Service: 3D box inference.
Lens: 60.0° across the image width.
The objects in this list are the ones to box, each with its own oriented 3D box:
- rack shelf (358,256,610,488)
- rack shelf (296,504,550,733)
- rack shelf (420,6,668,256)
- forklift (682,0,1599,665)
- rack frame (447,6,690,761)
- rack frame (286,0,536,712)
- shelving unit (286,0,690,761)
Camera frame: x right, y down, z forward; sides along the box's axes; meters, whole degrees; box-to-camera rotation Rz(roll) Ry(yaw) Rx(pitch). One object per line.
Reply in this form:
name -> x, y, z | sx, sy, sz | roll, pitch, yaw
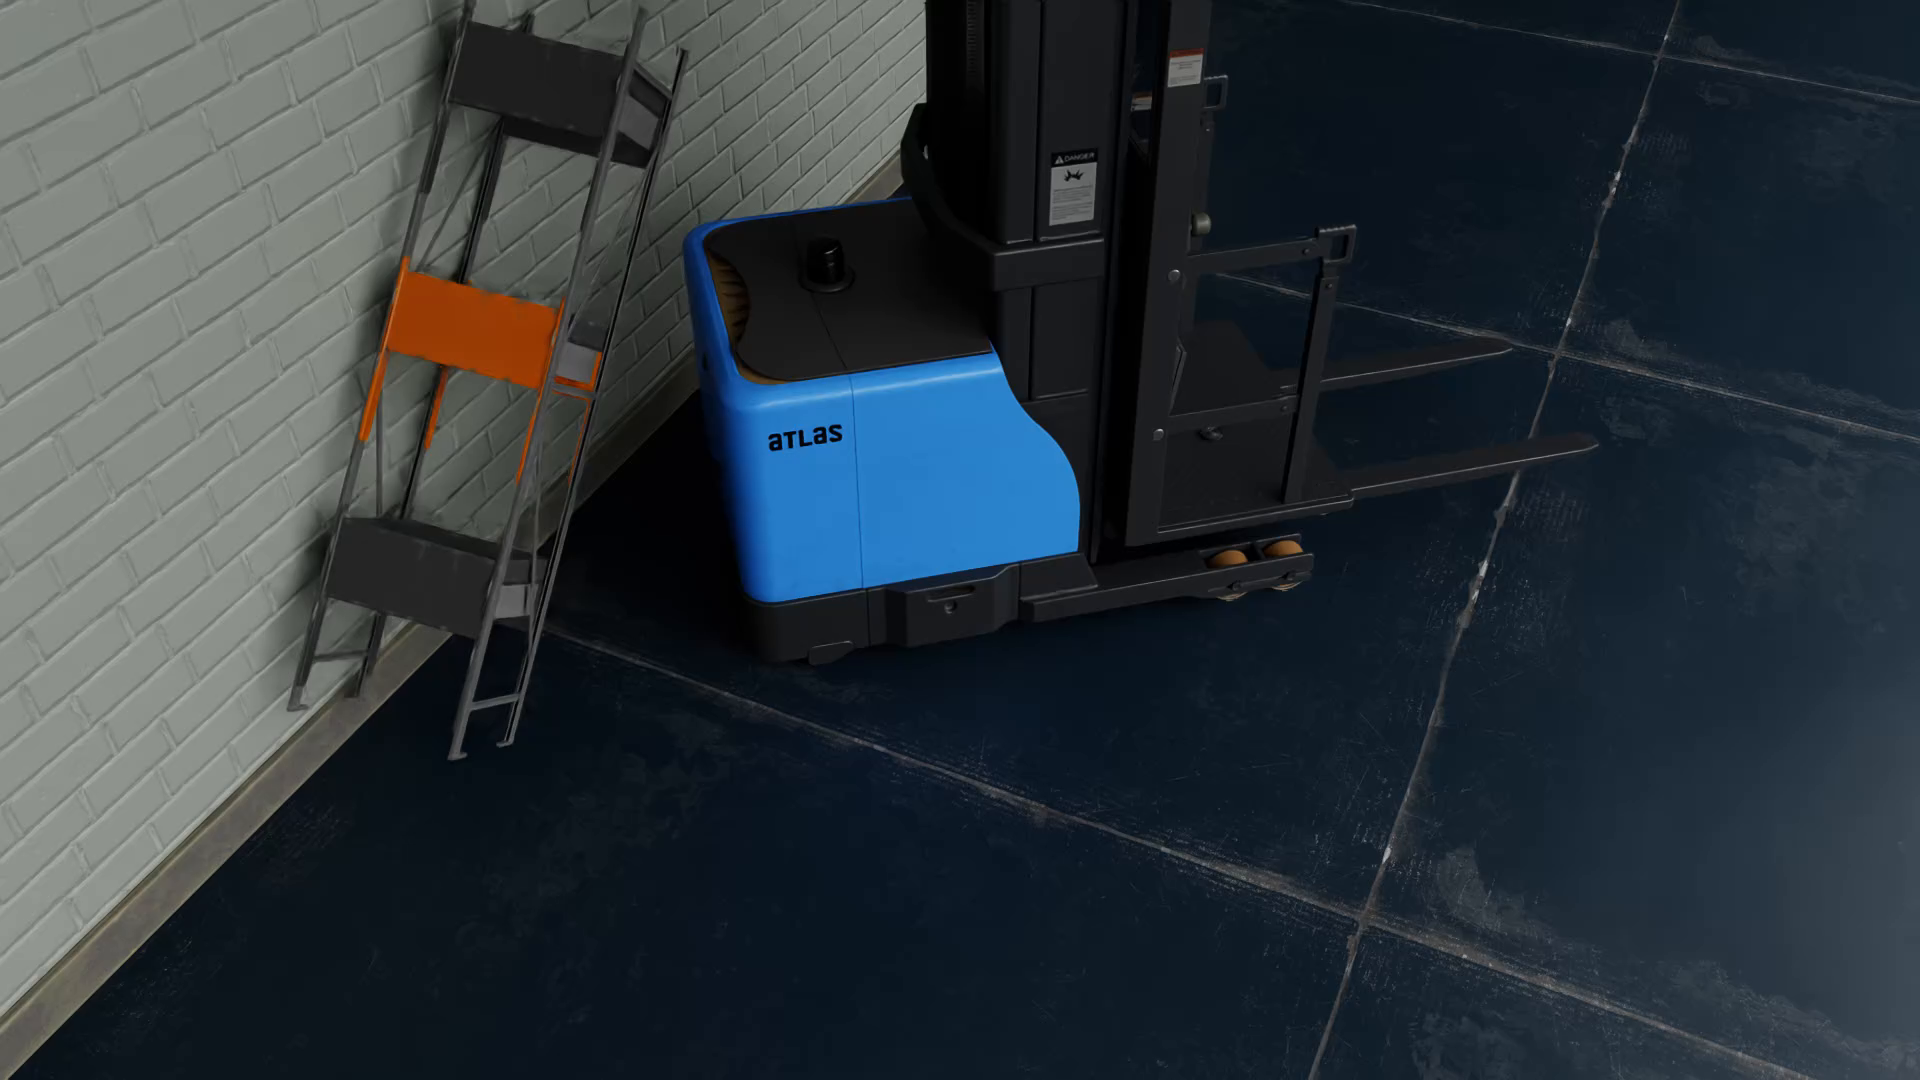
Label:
rack shelf -> -1.329, -0.463, 4.726 | 0.480, 0.518, 0.431 | 15, 2, 8
rack shelf -> -1.507, 0.213, 4.748 | 0.480, 0.518, 0.431 | 15, 2, 8
rack shelf -> -1.150, -1.140, 4.703 | 0.480, 0.518, 0.431 | 15, 2, 8
forklift -> 0.682, -1.236, 4.938 | 3.031, 2.935, 1.130 | -10, 42, -11
rack frame -> -1.092, -0.414, 4.691 | 0.015, 2.100, 0.400 | 15, 2, 8
rack frame -> -1.559, -0.539, 4.760 | 0.015, 2.100, 0.400 | 15, 2, 8
shelving unit -> -1.325, -0.477, 4.725 | 0.503, 2.100, 0.431 | 15, 2, 8
